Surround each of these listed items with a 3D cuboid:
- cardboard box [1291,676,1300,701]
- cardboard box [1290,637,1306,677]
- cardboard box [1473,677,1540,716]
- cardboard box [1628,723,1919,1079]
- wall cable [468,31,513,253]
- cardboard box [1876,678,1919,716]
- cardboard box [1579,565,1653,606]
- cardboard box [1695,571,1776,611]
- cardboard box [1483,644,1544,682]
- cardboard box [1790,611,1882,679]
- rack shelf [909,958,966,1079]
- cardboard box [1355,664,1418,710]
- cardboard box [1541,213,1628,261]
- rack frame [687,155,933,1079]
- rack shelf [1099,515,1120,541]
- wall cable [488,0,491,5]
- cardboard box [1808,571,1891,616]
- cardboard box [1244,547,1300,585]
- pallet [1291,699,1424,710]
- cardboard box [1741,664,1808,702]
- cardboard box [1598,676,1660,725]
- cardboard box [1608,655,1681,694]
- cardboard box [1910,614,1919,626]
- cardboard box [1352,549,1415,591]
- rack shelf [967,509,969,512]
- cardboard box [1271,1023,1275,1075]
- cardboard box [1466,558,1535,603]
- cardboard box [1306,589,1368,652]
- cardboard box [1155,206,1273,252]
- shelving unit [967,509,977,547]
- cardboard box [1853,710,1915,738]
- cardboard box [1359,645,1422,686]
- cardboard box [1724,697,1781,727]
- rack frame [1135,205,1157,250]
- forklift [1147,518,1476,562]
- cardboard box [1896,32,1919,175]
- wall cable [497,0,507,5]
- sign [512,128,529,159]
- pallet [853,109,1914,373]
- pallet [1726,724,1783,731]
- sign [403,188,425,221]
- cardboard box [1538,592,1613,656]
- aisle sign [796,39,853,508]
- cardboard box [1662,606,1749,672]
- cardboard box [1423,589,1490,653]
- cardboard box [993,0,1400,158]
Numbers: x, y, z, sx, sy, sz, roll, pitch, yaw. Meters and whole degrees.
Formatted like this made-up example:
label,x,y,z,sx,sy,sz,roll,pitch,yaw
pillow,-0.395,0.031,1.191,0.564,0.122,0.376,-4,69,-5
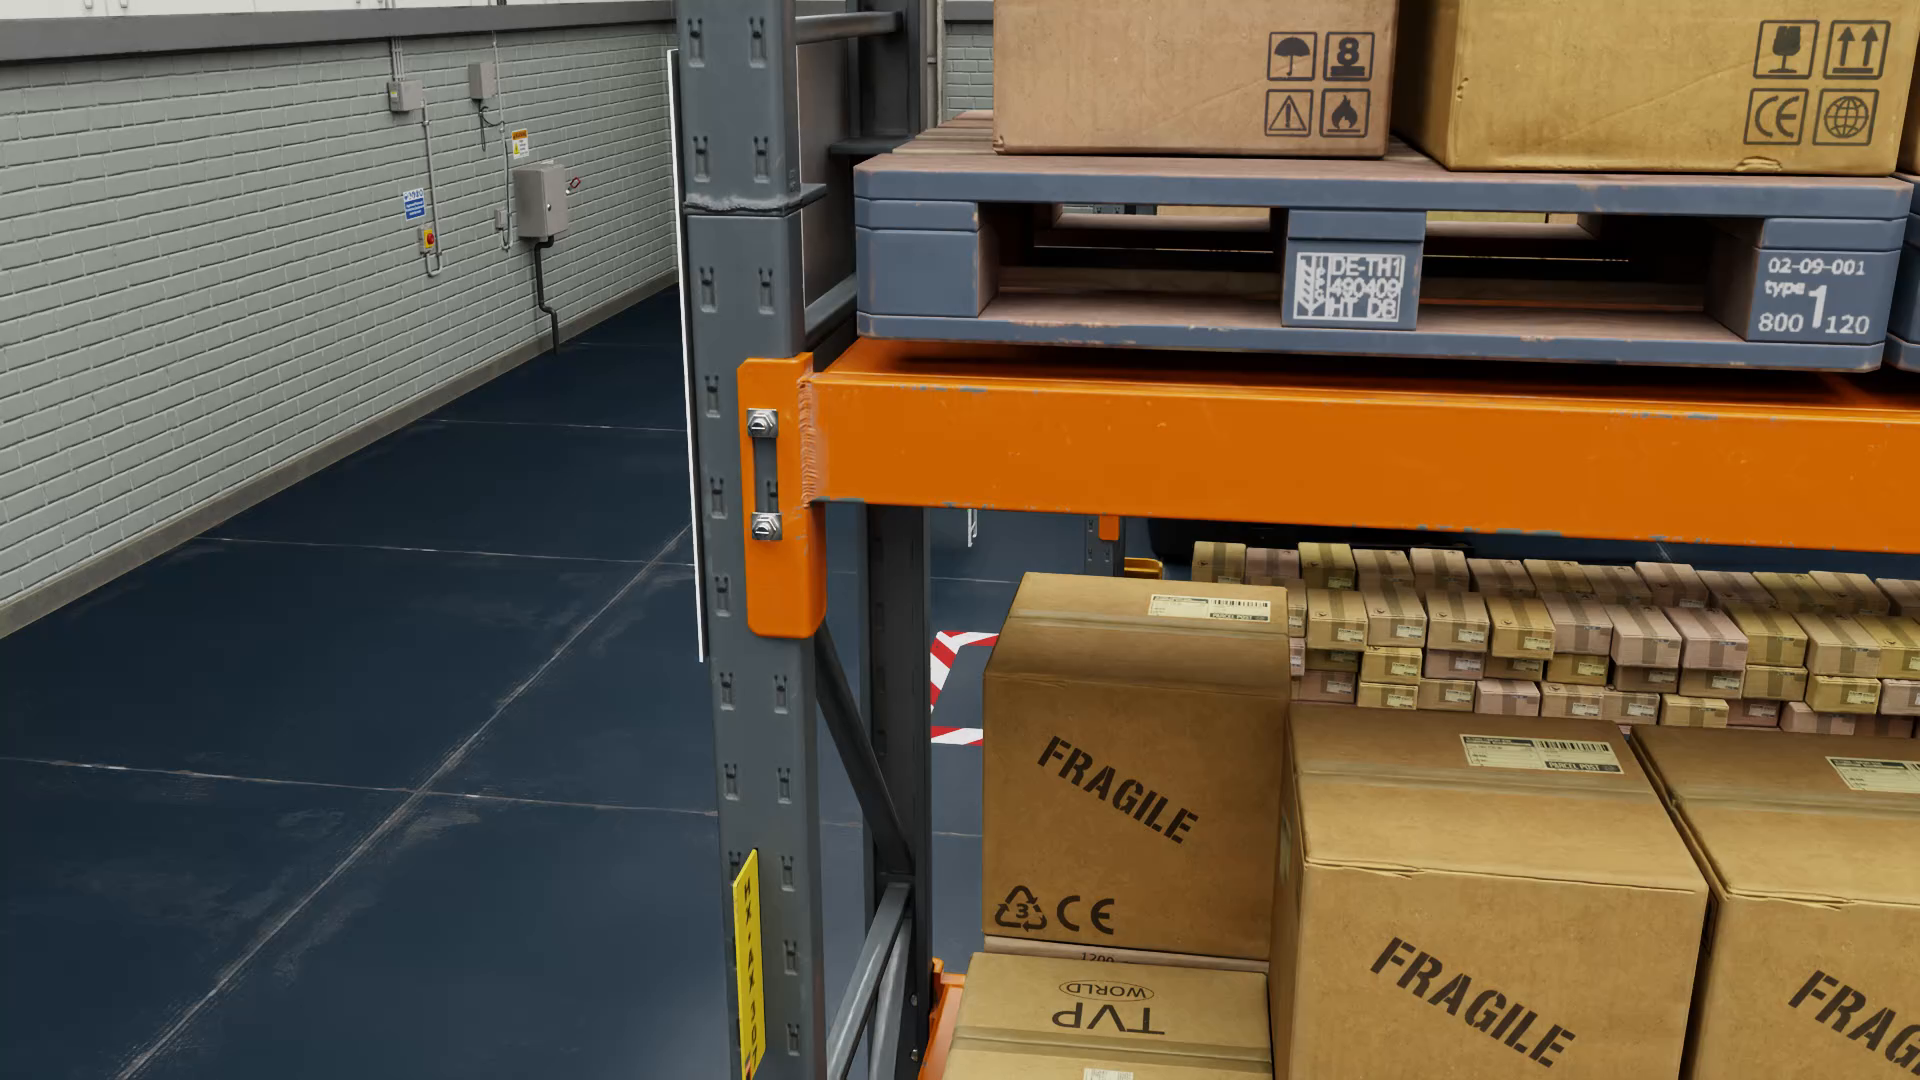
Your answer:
label,x,y,z,sx,sy,sz,roll,pitch,yaw
cardboard box,1.427,0.589,7.646,0.250,0.149,0.380,3,19,8
cardboard box,1.427,0.472,7.527,0.250,0.149,0.380,3,19,8
cardboard box,2.408,0.670,7.406,0.250,0.149,0.380,2,19,6
cardboard box,1.240,0.604,2.358,0.500,0.500,0.500,2,19,7
wall cable,-3.983,-3.437,14.246,0.122,1.984,0.588,3,19,9
cardboard box,4.008,0.609,7.117,0.250,0.149,0.380,2,19,6
cardboard box,3.030,0.250,7.722,0.250,0.149,0.380,2,19,6
cardboard box,3.550,0.276,7.644,0.250,0.149,0.380,2,19,7
cardboard box,2.471,0.488,7.480,0.250,0.149,0.380,4,19,11
cardboard box,3.741,0.447,7.133,0.250,0.149,0.380,3,19,8
rack shelf,1.778,1.313,2.786,4.000,0.370,1.077,3,19,9
cardboard box,1.909,0.647,7.474,0.250,0.149,0.380,3,19,9
cardboard box,2.603,-1.154,6.821,0.500,0.500,0.500,2,19,7
rack frame,-0.197,0.871,2.973,0.127,3.000,1.000,3,19,9
rack shelf,2.664,-0.236,7.415,4.000,0.370,1.077,3,19,9
wall cable,-4.164,-5.512,12.595,0.029,3.000,2.355,3,19,9
cardboard box,4.069,0.280,7.634,0.250,0.149,0.380,4,19,11
cardboard box,1.491,0.171,7.959,0.250,0.149,0.380,3,19,10
pallet,1.561,0.700,7.877,1.213,0.211,1.003,3,19,9
cardboard box,3.509,0.558,7.270,0.250,0.149,0.380,3,19,9
cardboard box,2.929,0.677,7.383,0.250,0.149,0.380,3,19,10
cardboard box,2.993,0.531,7.350,0.250,0.149,0.380,2,19,6
cardboard box,4.246,0.458,7.101,0.250,0.149,0.380,3,19,10
cardboard box,2.013,0.177,7.940,0.250,0.149,0.380,2,19,6
rack shelf,-0.163,-0.289,10.234,0.480,0.148,0.258,3,19,9
cardboard box,0.824,0.768,3.048,0.500,0.250,0.500,3,19,8
cardboard box,2.529,0.221,7.809,0.250,0.149,0.380,2,19,7
cardboard box,1.673,0.355,7.409,0.250,0.149,0.380,3,19,9
cardboard box,1.091,-1.235,7.064,0.500,0.500,0.500,3,19,8
shelving unit,-0.163,-0.577,10.138,0.503,1.200,0.258,3,19,9
cardboard box,3.954,0.724,7.243,0.250,0.149,0.380,3,19,10
cardboard box,1.919,0.504,7.433,0.250,0.149,0.380,4,19,10
cardboard box,3.442,0.680,7.376,0.250,0.149,0.380,2,19,7
rack frame,1.375,-2.234,12.251,0.127,3.000,1.000,3,19,9
forklift,2.680,-1.378,9.803,3.031,2.935,1.130,1,19,3
cardboard box,1.379,-0.759,2.140,0.500,0.500,0.700,2,19,5
wall cable,-3.685,-6.401,15.192,0.133,3.039,2.988,3,19,9
sign,-3.932,-3.546,14.871,0.001,0.242,0.339,3,19,9
pallet,0.537,-0.475,2.409,1.213,0.211,1.003,3,19,9
pallet,3.970,0.823,7.510,1.213,0.211,1.003,3,19,9
sign,-4.264,-2.626,12.999,0.001,0.218,0.327,3,19,9
cardboard box,2.719,0.368,7.368,0.250,0.149,0.380,3,19,9
aisle sign,-0.221,-0.459,2.852,0.004,0.787,0.394,3,19,9
cardboard box,3.215,0.425,7.199,0.250,0.149,0.380,2,19,6
cardboard box,2.203,0.358,7.399,0.250,0.149,0.380,4,19,11
cardboard box,0.325,-0.836,2.370,0.500,0.500,0.700,2,19,5
